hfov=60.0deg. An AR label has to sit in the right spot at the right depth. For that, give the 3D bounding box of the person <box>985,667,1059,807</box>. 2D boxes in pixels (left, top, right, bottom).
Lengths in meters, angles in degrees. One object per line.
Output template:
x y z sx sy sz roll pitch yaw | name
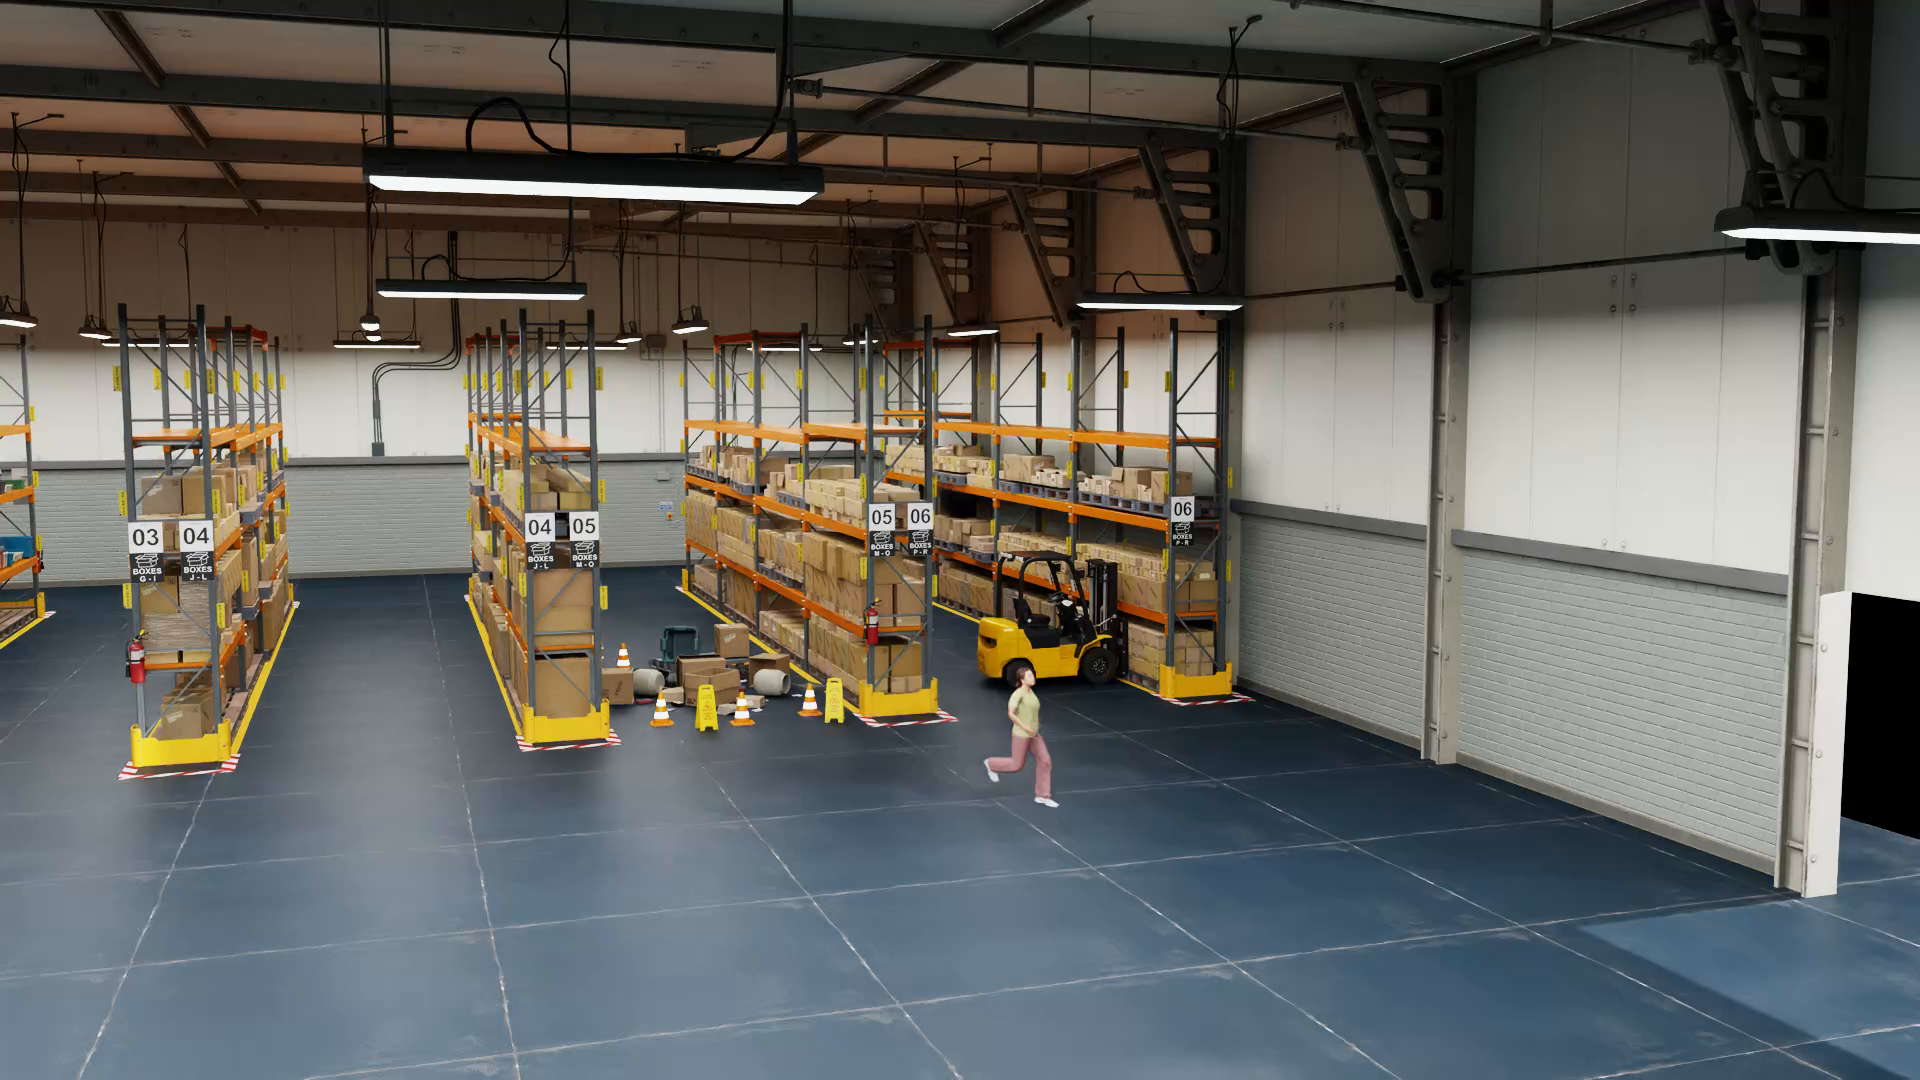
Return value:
0.745 2.331 19.848 0.995 1.652 0.561 4 7 37 | person
